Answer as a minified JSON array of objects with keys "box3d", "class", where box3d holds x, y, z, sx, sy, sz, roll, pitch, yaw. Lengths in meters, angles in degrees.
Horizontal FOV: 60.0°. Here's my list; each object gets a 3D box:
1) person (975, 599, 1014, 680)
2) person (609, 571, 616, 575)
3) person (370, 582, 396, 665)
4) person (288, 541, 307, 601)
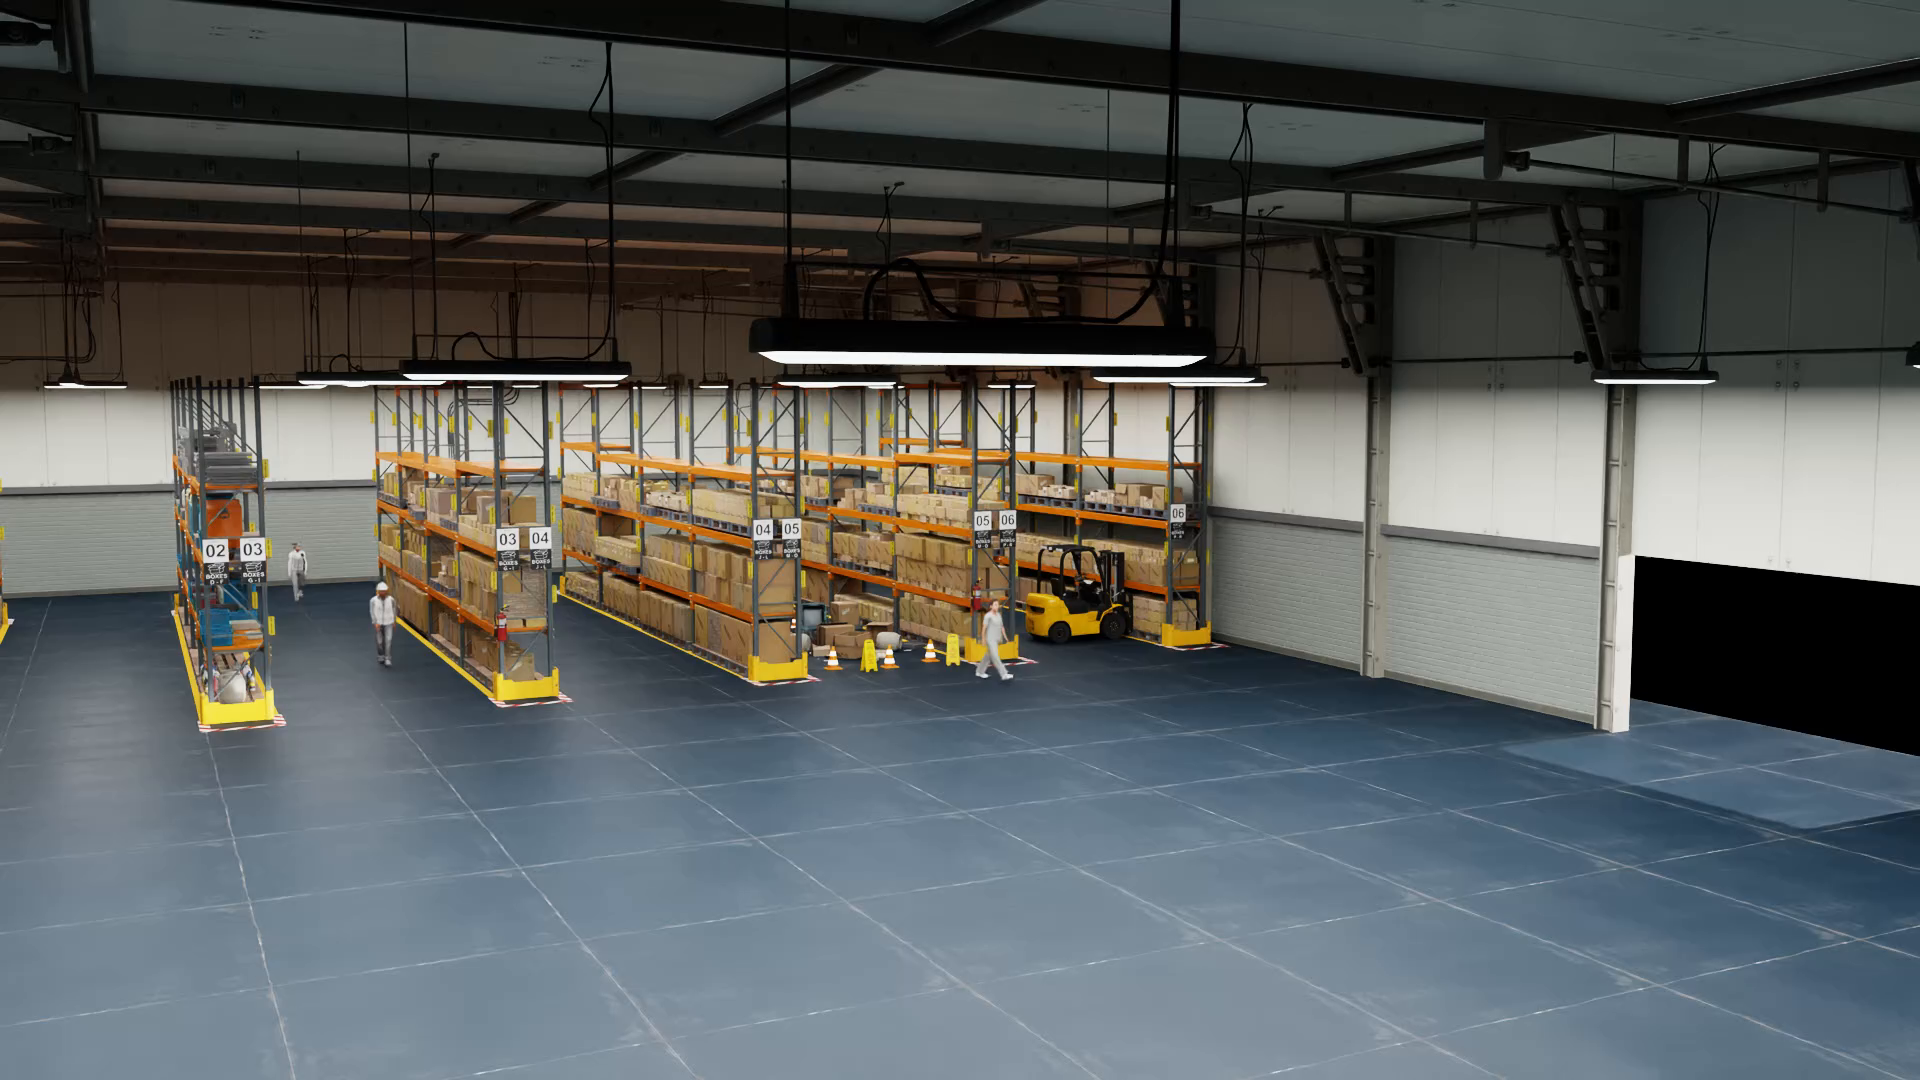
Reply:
[{"box3d":[0.722,1.966,32.911,1.046,1.609,0.482,3,6,34],"class":"person"},{"box3d":[-10.564,0.361,50.607,0.606,1.745,0.939,1,5,12],"class":"person"},{"box3d":[-12.098,1.748,34.896,0.532,1.713,0.988,-2,5,-21],"class":"person"},{"box3d":[-18.196,0.836,45.662,0.487,1.627,0.853,-3,6,-28],"class":"person"}]
